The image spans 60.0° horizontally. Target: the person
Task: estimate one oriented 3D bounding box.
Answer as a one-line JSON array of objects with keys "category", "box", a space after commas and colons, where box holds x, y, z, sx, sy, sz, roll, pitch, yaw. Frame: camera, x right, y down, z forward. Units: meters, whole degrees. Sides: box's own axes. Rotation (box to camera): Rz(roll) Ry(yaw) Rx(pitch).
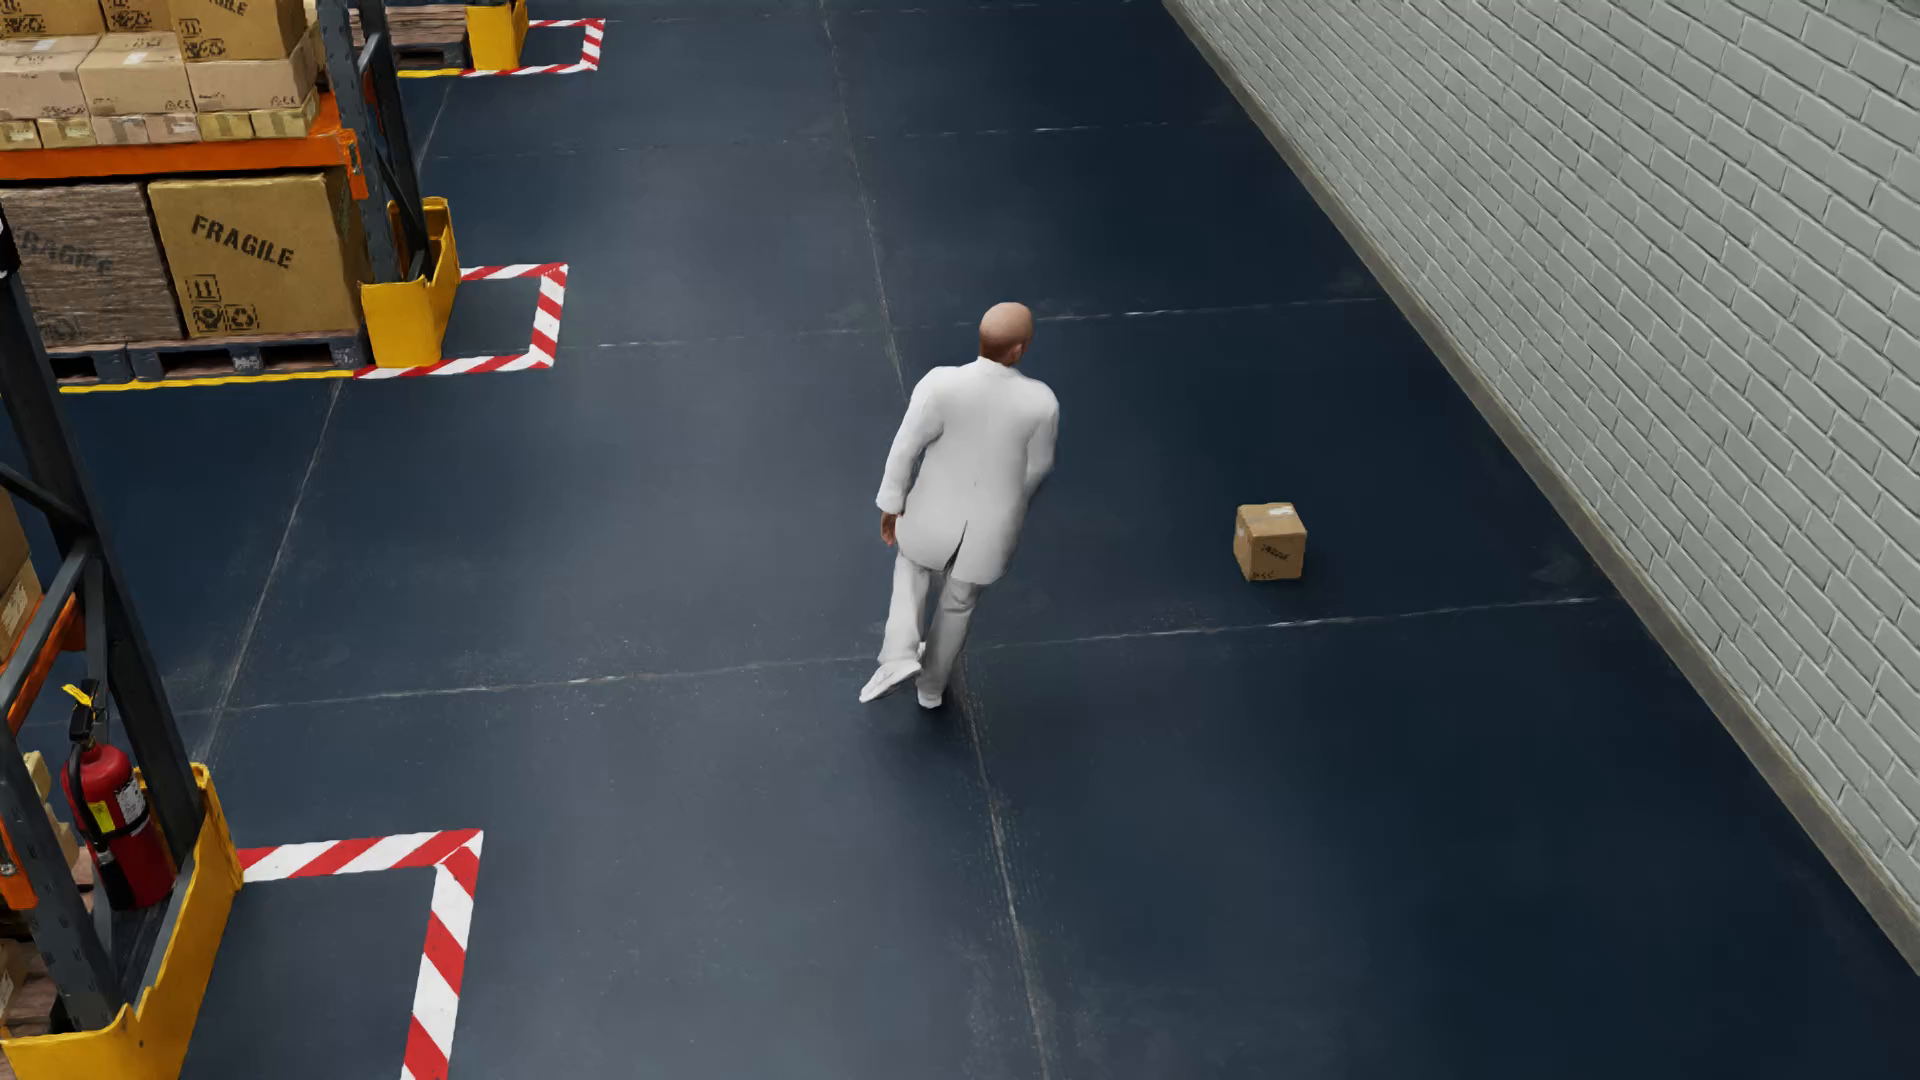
[{"category": "person", "box": [-0.014, -0.090, 6.292, 0.754, 1.749, 0.562, 2, 34, 2]}]
